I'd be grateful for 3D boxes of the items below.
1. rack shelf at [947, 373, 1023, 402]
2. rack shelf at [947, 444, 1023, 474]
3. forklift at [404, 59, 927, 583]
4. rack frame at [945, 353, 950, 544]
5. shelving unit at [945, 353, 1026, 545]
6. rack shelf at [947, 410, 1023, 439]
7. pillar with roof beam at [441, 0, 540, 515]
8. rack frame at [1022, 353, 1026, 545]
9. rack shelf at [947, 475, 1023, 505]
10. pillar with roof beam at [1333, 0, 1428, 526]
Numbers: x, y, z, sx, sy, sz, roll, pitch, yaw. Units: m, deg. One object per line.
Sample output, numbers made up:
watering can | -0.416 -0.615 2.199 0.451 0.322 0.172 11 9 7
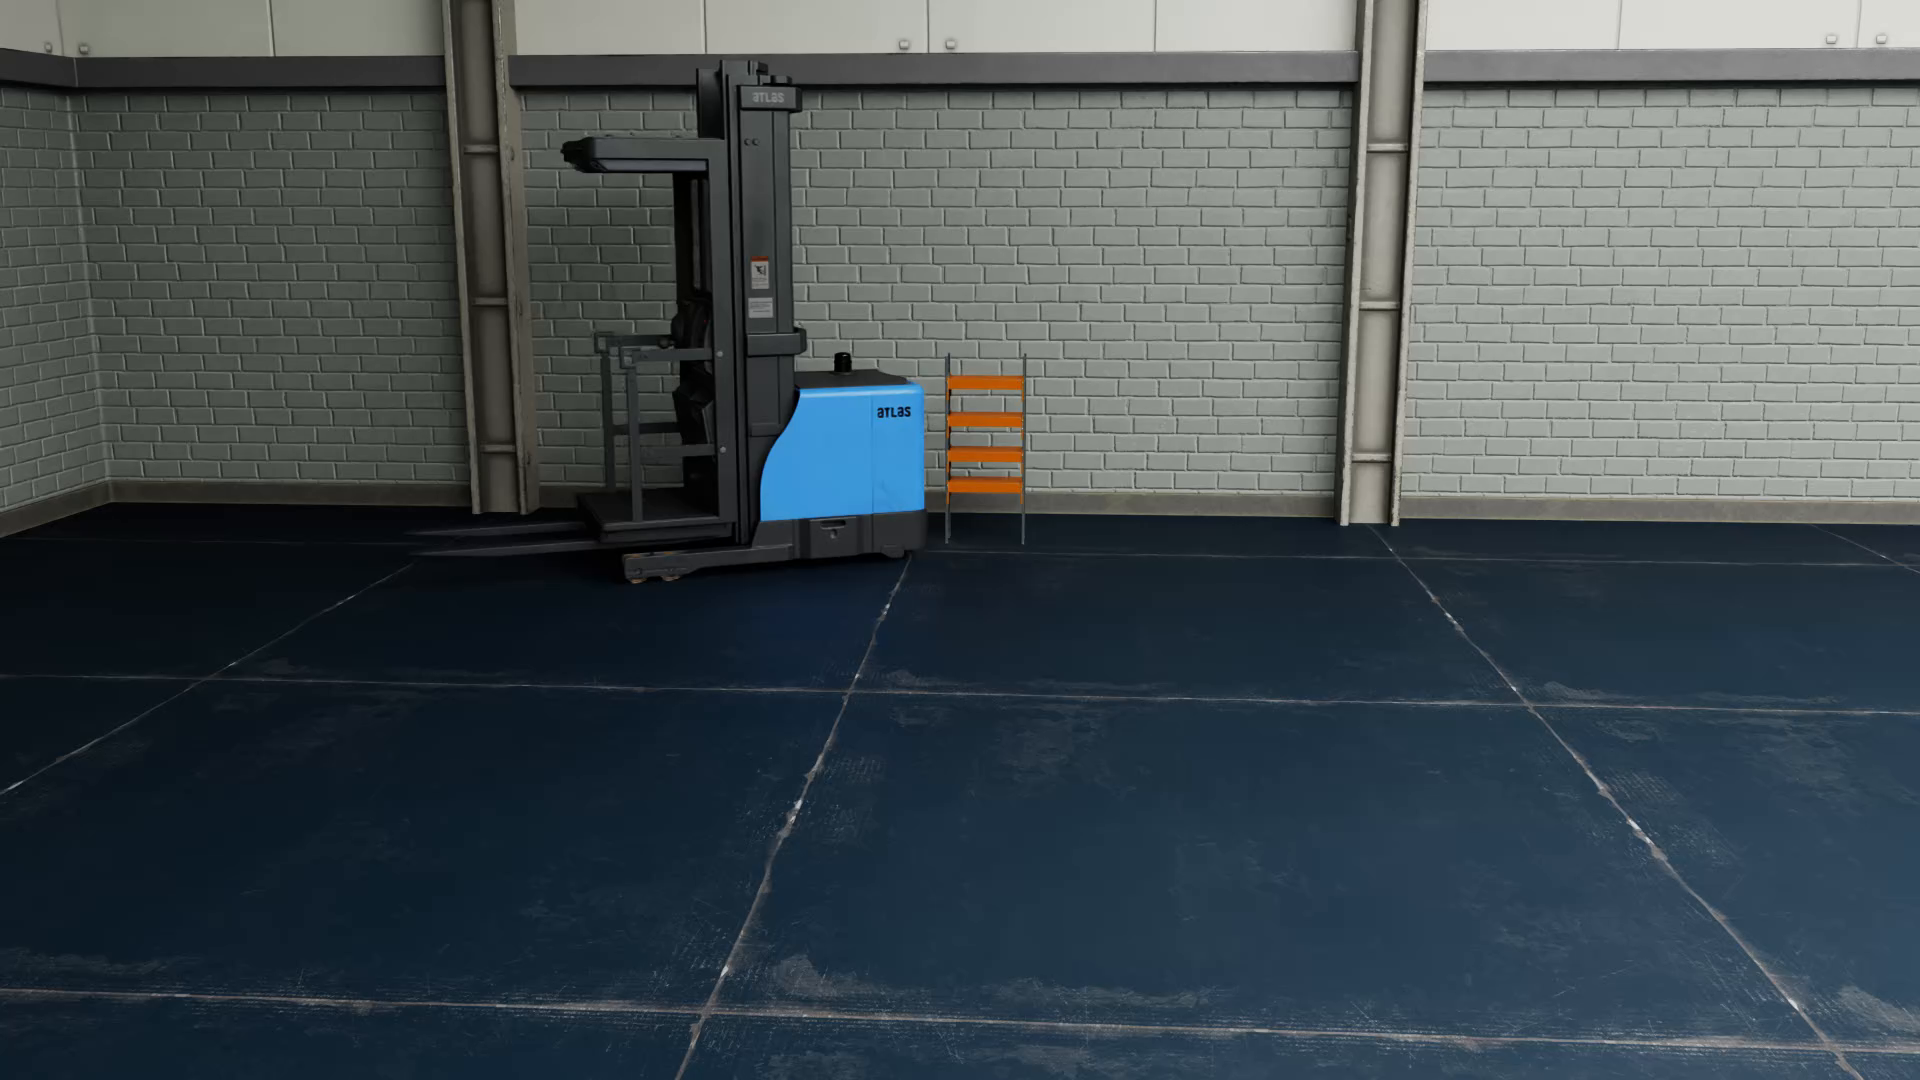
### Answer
rack shelf | 0.165 -0.970 10.554 0.480 0.148 0.258 1 12 4
rack shelf | 0.165 -0.519 10.648 0.480 0.148 0.258 1 12 4
forklift | -1.773 -1.307 9.856 3.031 2.935 1.130 -4 13 -20
rack frame | -0.078 -0.588 10.650 0.015 1.200 0.240 1 12 4
shelving unit | 0.165 -0.585 10.634 0.503 1.200 0.258 1 12 4
rack shelf | 0.165 -0.738 10.602 0.480 0.148 0.258 1 12 4
pillar with roof beam | -3.497 -3.736 6.652 0.400 9.000 9.100 1 12 4
rack frame | 0.409 -0.582 10.618 0.015 1.200 0.240 1 12 4
rack shelf | 0.165 -0.325 10.689 0.480 0.148 0.258 1 12 4
pillar with roof beam | 2.489 -3.654 6.260 0.400 9.000 9.100 1 12 4
